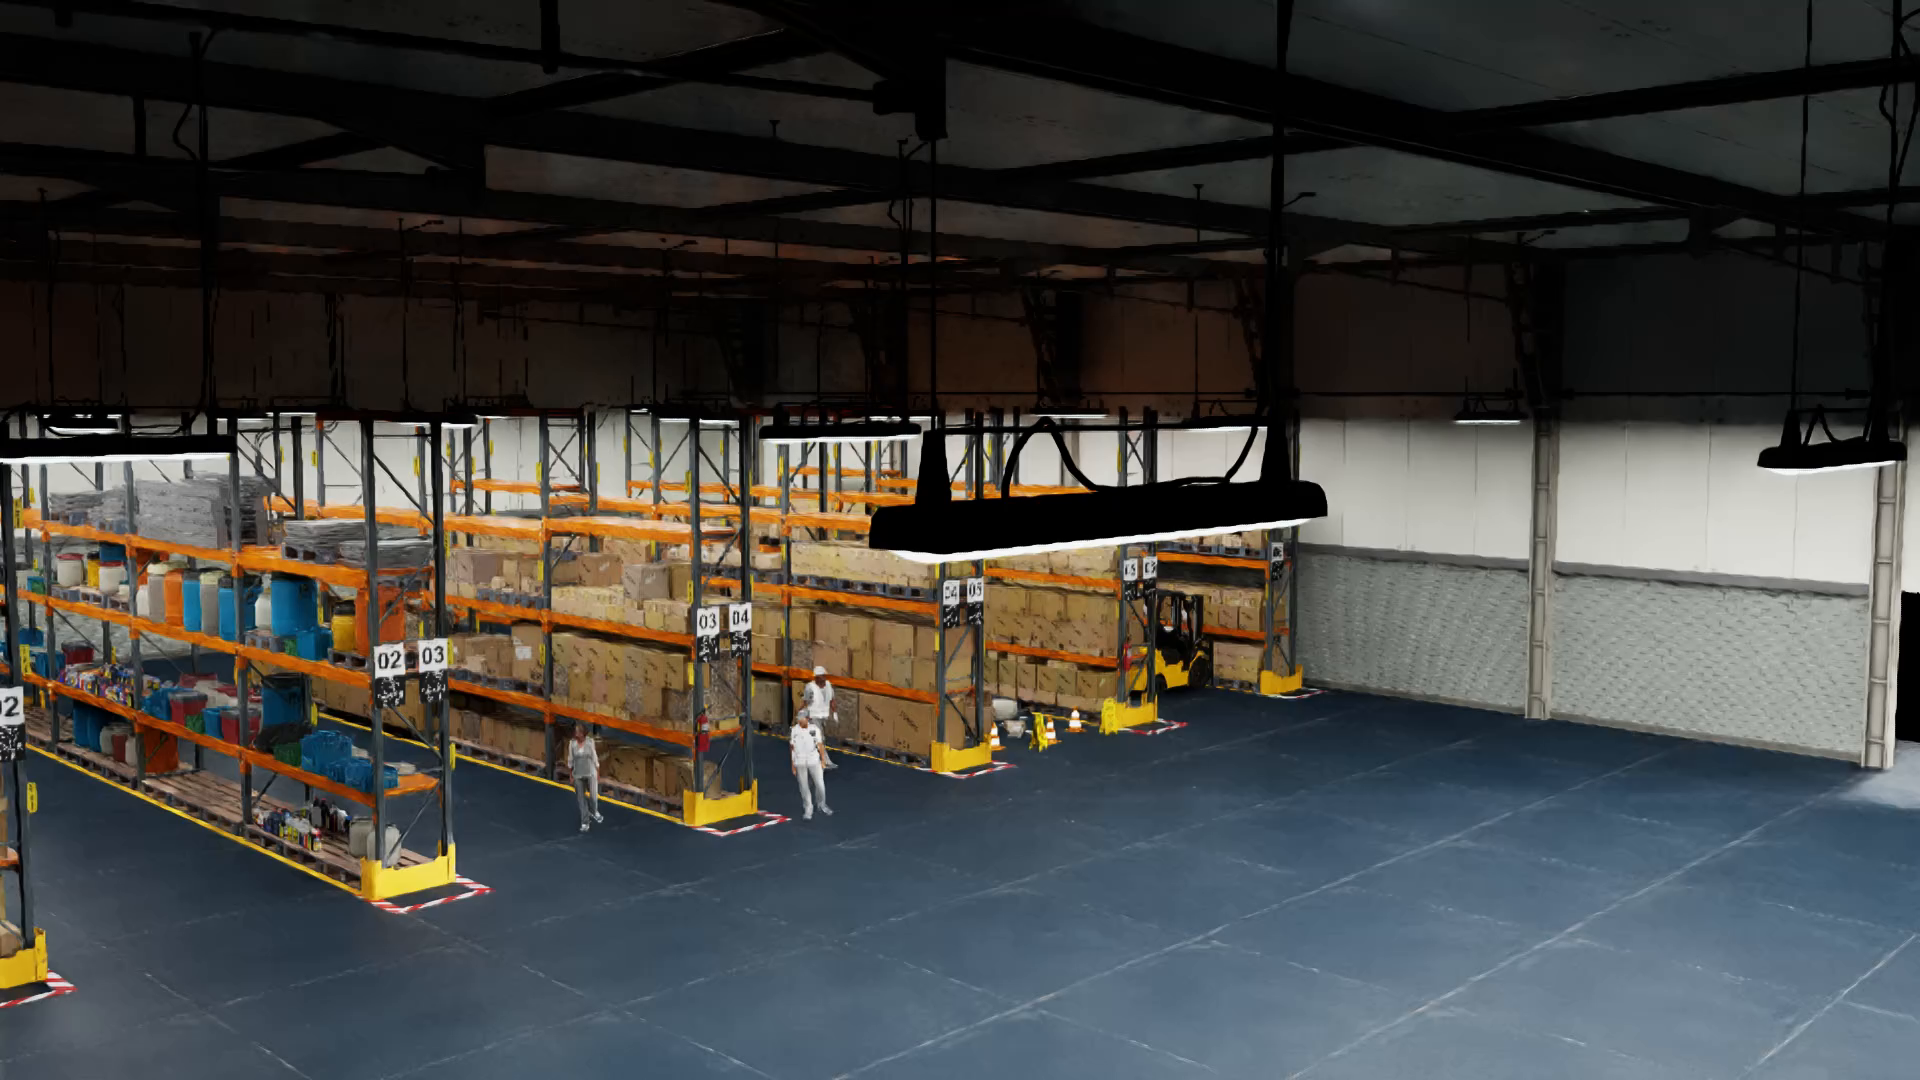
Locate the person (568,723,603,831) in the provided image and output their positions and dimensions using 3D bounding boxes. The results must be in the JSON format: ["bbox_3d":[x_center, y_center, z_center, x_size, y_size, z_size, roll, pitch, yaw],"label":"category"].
[{"bbox_3d":[-5.425,3.408,24.075,0.475,1.590,0.476,-1,5,-6],"label":"person"}]

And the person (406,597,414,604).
[{"bbox_3d":[-12.846,2.096,38.894,0.487,1.591,0.923,-3,6,-27],"label":"person"}]

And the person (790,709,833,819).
[{"bbox_3d":[-2.214,3.318,24.746,0.627,1.650,0.468,0,5,-3],"label":"person"}]

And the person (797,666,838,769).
[{"bbox_3d":[-2.363,2.976,28.144,1.042,1.732,0.579,5,7,43],"label":"person"}]
